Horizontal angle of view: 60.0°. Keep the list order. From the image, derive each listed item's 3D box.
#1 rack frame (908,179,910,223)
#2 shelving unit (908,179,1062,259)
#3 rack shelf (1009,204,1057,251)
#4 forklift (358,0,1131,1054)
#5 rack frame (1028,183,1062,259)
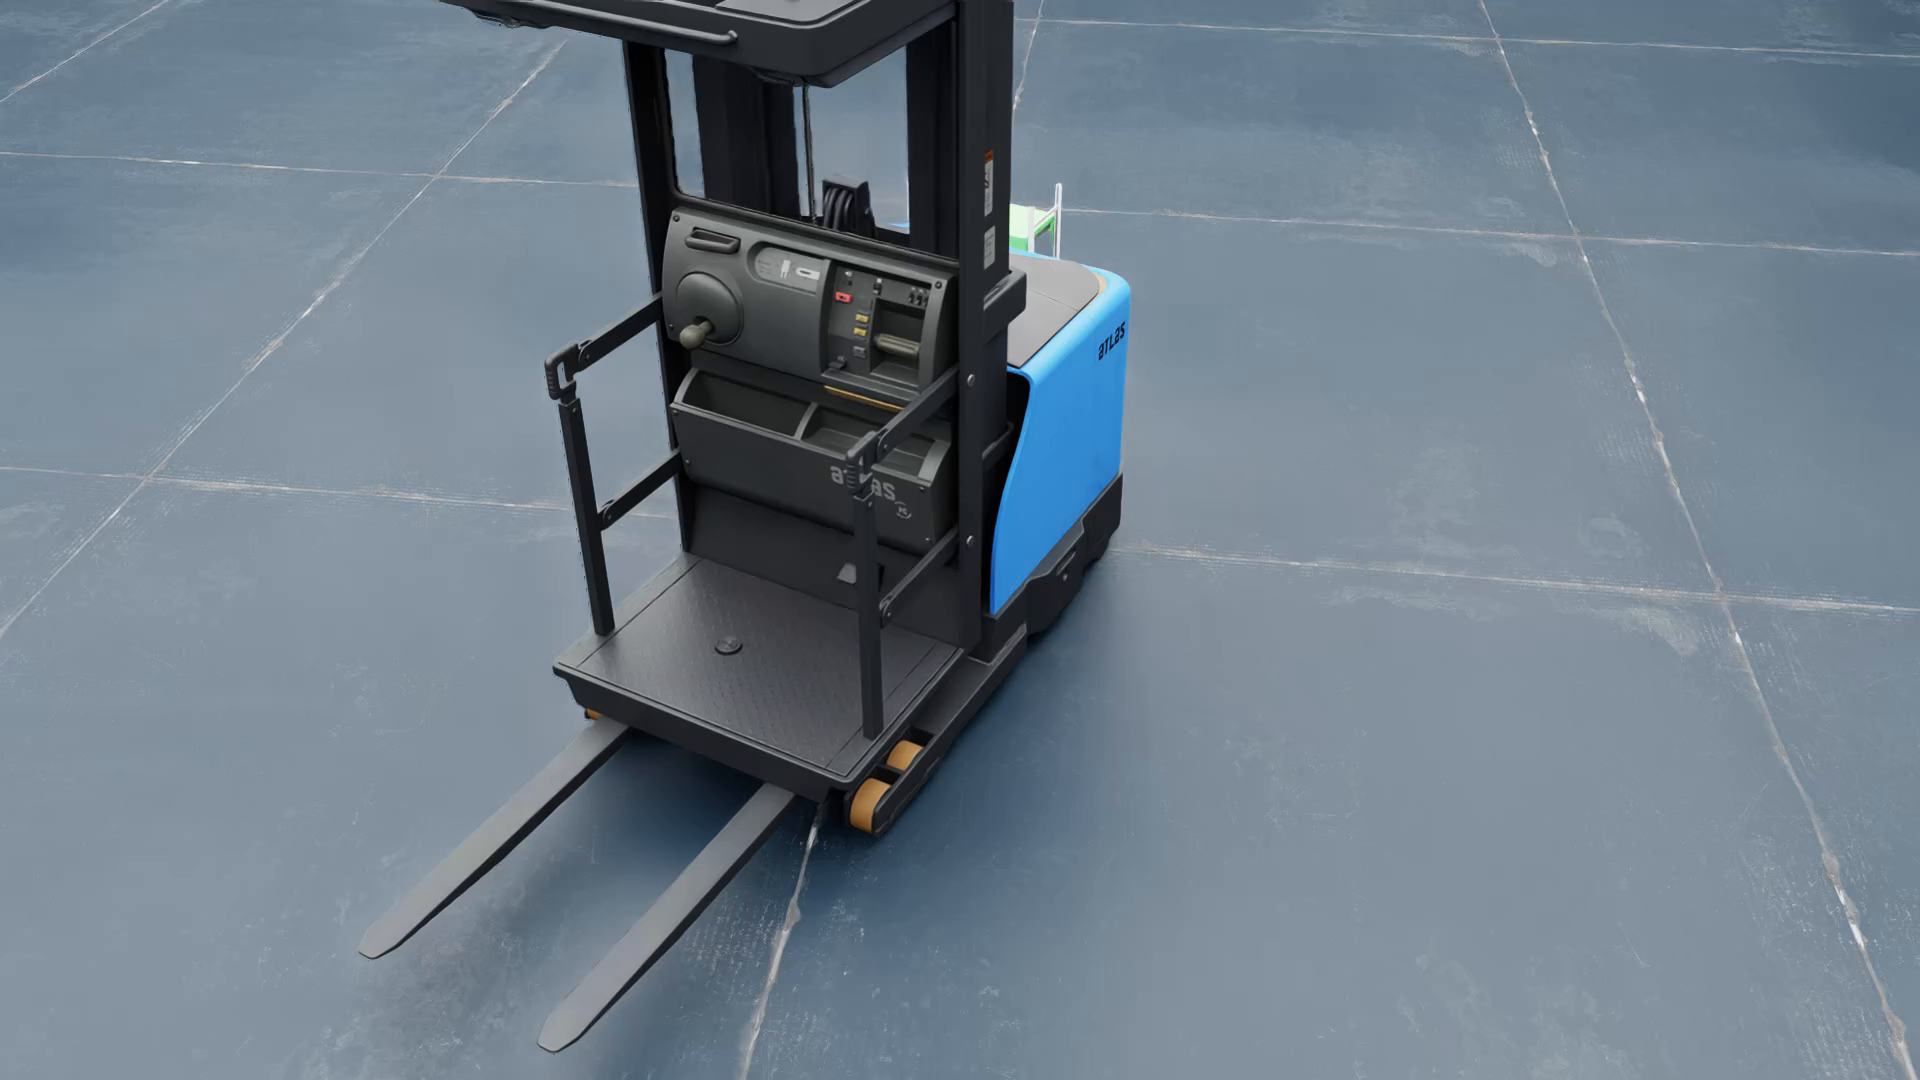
[{"bbox_3d":[-0.126,-0.867,6.432,0.015,1.200,0.240,17,39,23],"label":"rack frame"},{"bbox_3d":[0.089,-0.800,6.338,0.503,1.200,0.258,17,39,23],"label":"shelving unit"},{"bbox_3d":[0.089,-1.138,6.096,0.480,0.148,0.258,17,39,23],"label":"rack shelf"},{"bbox_3d":[-0.556,-0.610,4.582,1.130,2.935,3.031,18,39,23],"label":"forklift"},{"bbox_3d":[0.303,-0.732,6.243,0.015,1.200,0.240,17,39,23],"label":"rack frame"}]
